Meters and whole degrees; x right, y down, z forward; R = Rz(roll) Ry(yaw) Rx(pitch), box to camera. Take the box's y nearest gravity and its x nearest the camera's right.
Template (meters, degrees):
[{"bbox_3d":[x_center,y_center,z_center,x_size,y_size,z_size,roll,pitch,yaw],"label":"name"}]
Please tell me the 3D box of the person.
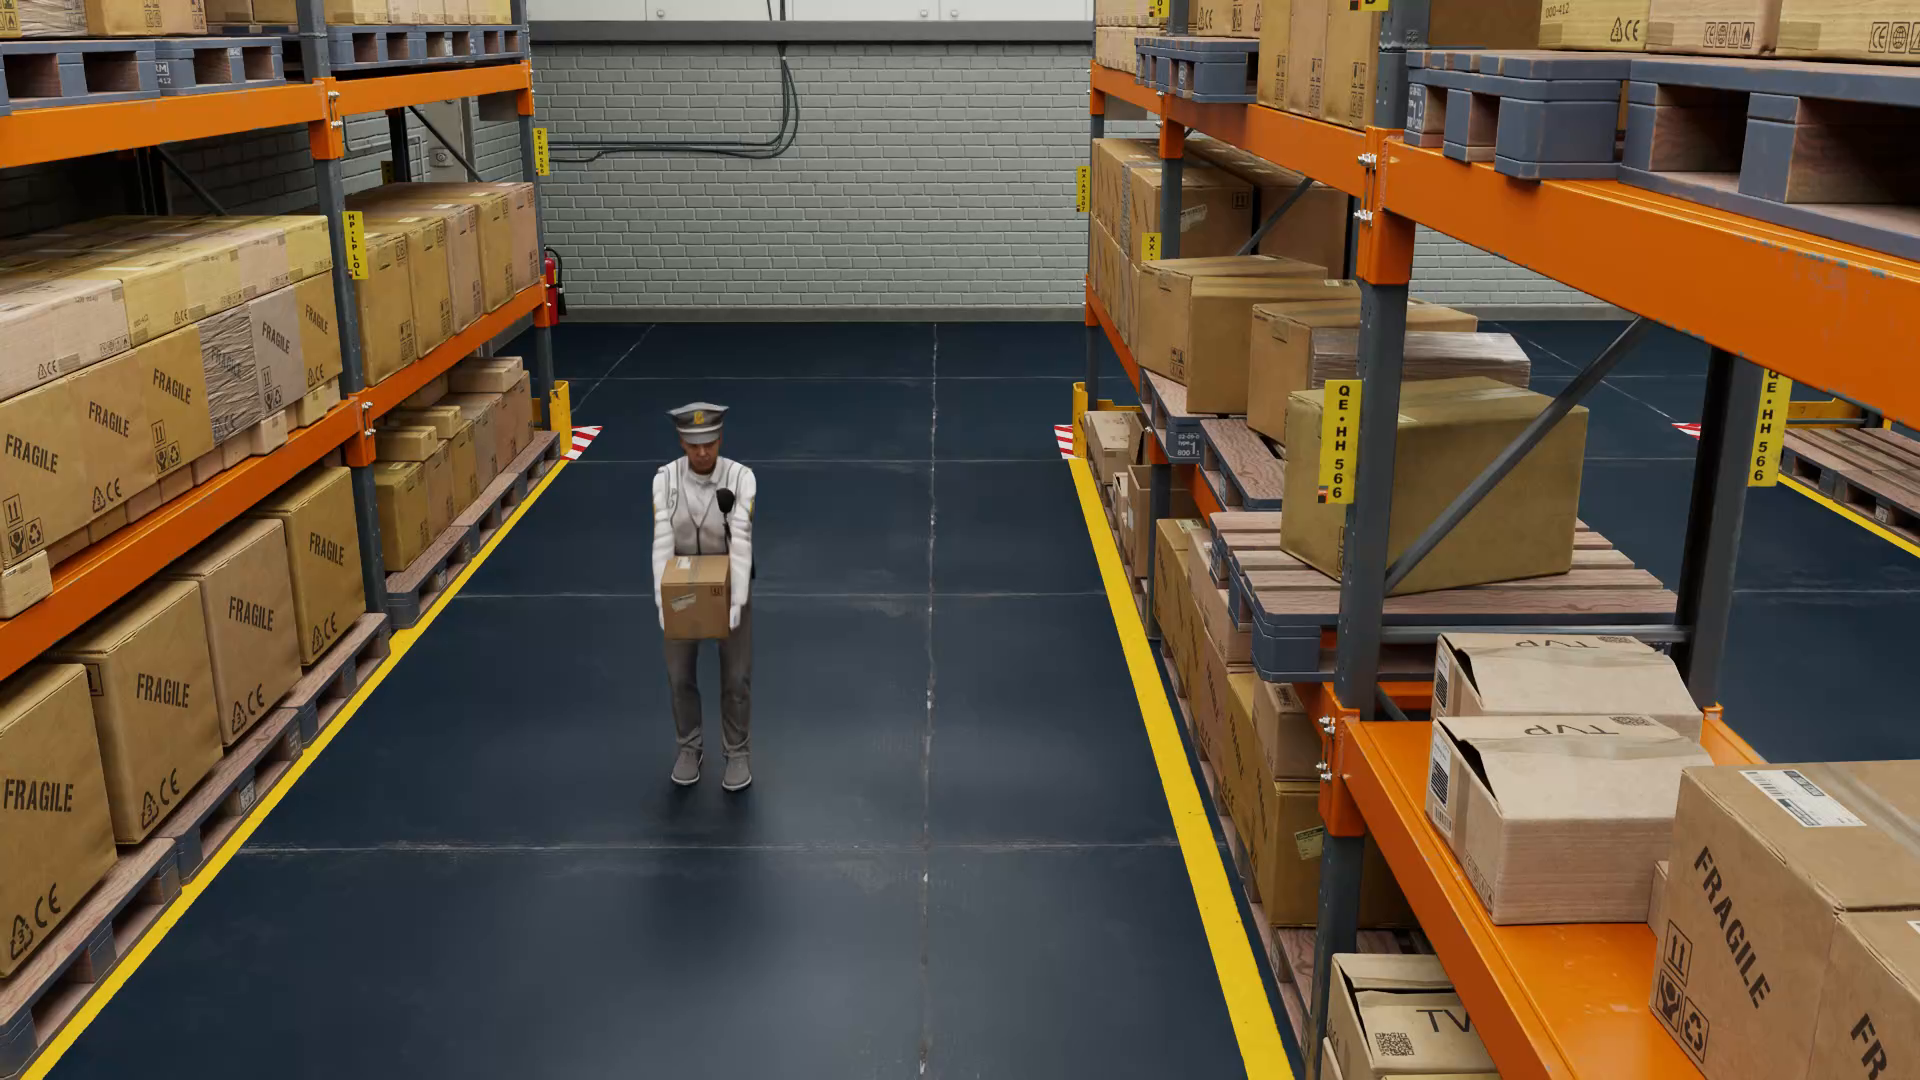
[{"bbox_3d":[-1.044,0.210,6.835,0.453,1.691,0.523,0,17,-1],"label":"person"}]
